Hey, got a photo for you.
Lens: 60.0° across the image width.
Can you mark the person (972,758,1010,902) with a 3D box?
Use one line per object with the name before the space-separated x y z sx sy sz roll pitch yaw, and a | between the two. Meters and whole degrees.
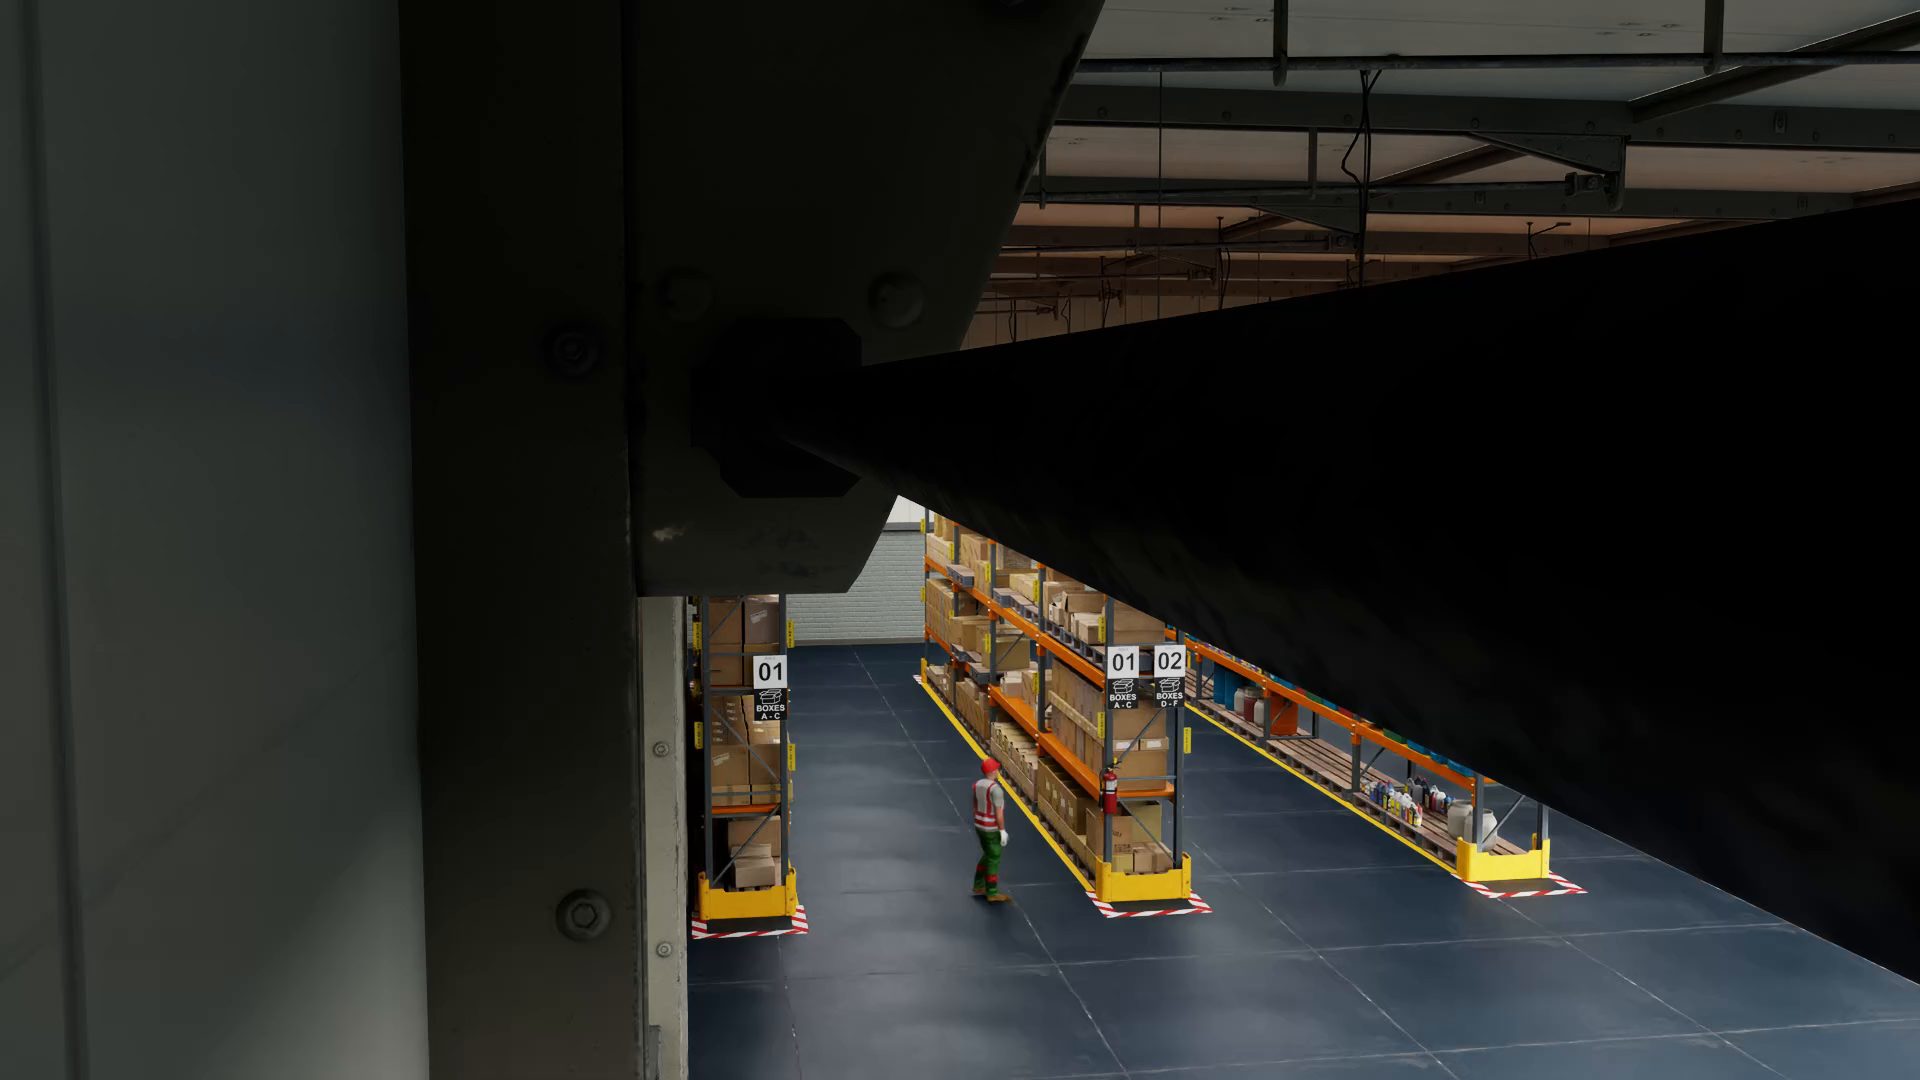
person | 0.396 3.626 20.806 0.374 1.822 0.648 -3 6 -30
